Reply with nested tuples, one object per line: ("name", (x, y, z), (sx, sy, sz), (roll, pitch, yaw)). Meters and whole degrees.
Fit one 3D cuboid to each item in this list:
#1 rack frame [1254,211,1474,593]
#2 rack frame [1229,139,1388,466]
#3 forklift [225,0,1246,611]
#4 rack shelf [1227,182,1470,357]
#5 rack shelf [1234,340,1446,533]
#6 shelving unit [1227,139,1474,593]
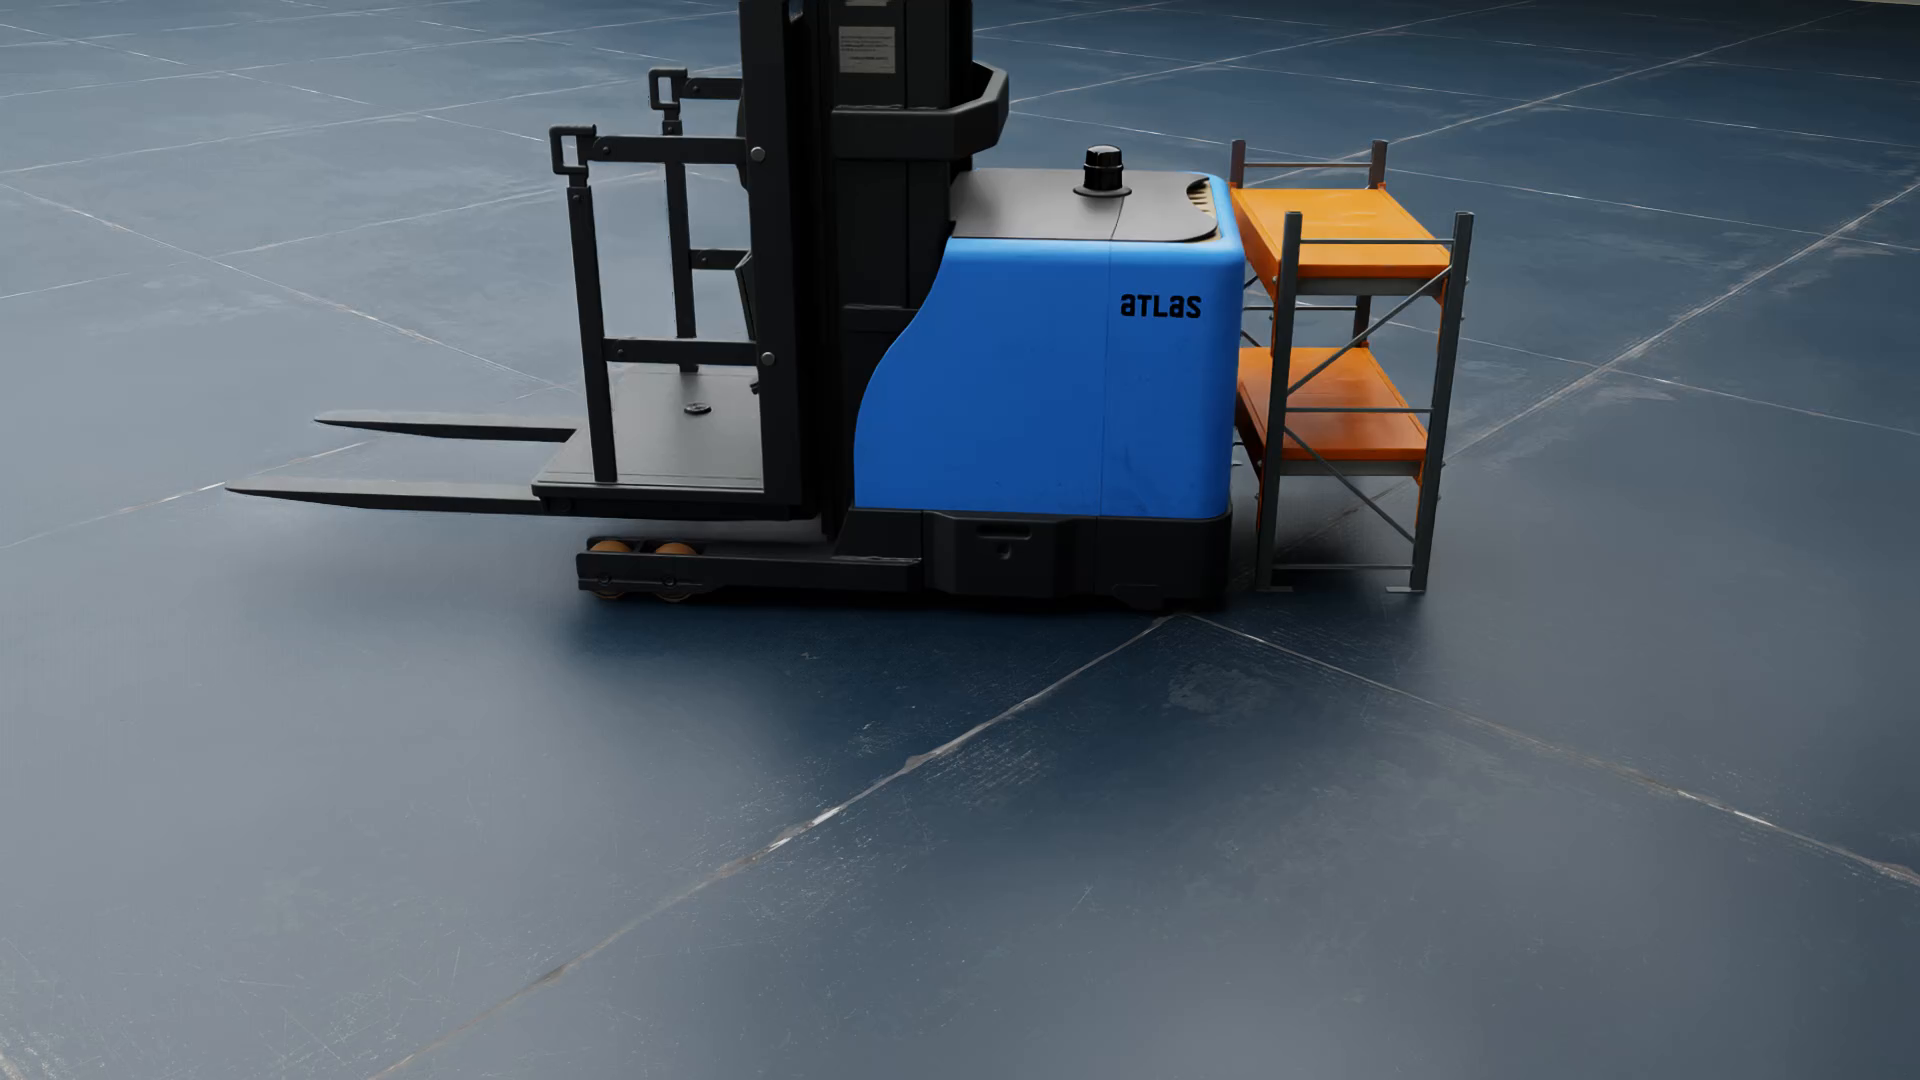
("rack frame", (1.122, -0.363, 4.685), (0.500, 1.125, 0.032), (0, 24, 0))
("rack frame", (1.130, -0.779, 5.612), (0.500, 1.125, 0.032), (0, 24, 0))
("forklift", (-0.701, -1.371, 4.726), (3.031, 2.935, 1.130), (2, 24, 5))
("rack shelf", (1.127, -0.839, 5.029), (0.538, 0.278, 1.000), (0, 24, 0))
("rack shelf", (1.126, -0.348, 5.248), (0.538, 0.278, 1.000), (0, 24, 0))
("shelving unit", (1.126, -0.571, 5.148), (0.538, 1.125, 1.048), (0, 24, 0))
